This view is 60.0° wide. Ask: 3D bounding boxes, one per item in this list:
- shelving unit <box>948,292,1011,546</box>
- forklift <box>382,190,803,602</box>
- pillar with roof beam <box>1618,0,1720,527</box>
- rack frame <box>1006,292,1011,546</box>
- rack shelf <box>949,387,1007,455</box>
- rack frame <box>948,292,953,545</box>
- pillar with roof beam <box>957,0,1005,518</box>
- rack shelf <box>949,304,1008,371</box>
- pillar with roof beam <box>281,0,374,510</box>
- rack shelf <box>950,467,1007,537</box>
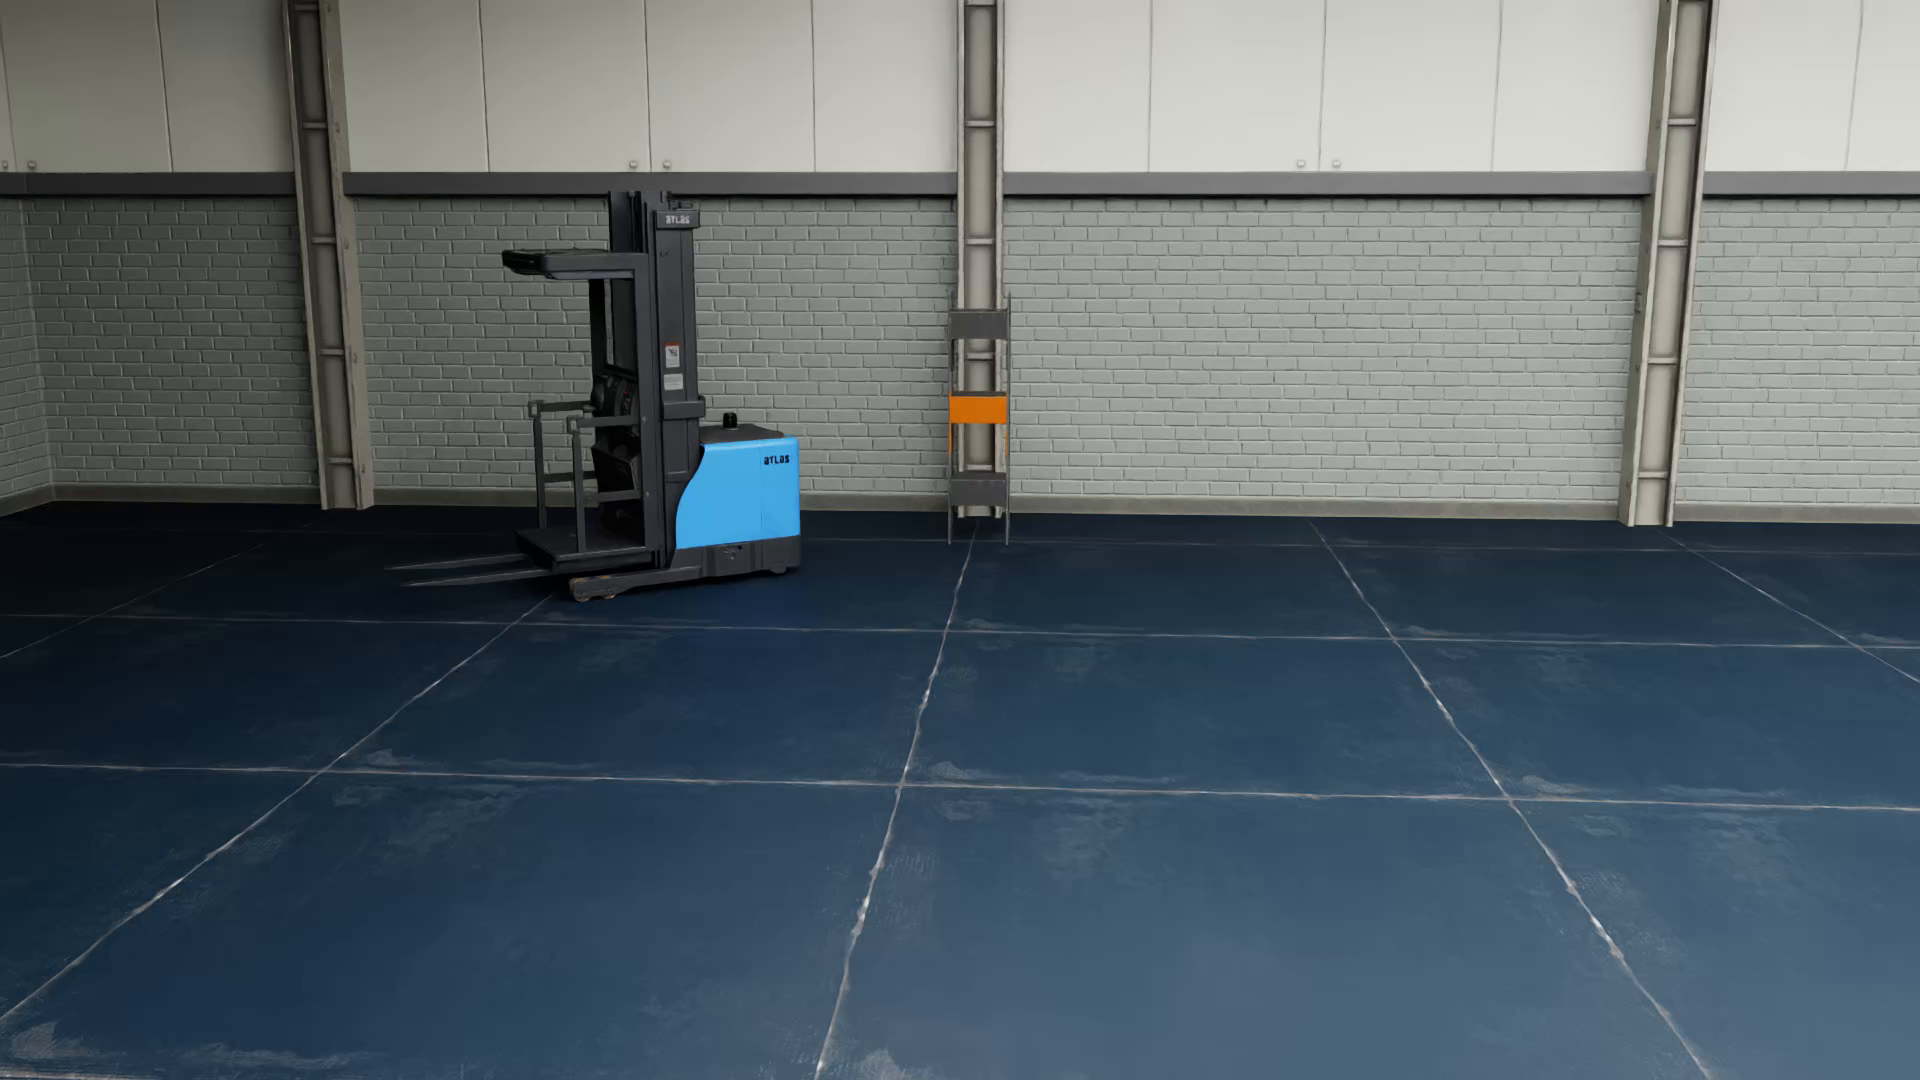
[{"bbox_3d":[0.165,-1.025,14.042,0.503,2.100,0.431,1,12,4],"label":"shelving unit"},{"bbox_3d":[-2.767,-1.108,12.407,3.031,2.935,1.130,-7,14,-29],"label":"forklift"},{"bbox_3d":[5.884,-3.677,9.867,0.400,9.000,9.100,1,12,4],"label":"pillar with roof beam"},{"bbox_3d":[0.409,-1.022,14.026,0.015,2.100,0.400,1,12,4],"label":"rack frame"},{"bbox_3d":[0.165,-1.012,14.045,0.480,0.518,0.431,1,12,4],"label":"rack shelf"},{"bbox_3d":[-0.078,-1.029,14.058,0.015,2.100,0.400,1,12,4],"label":"rack frame"},{"bbox_3d":[-0.103,-3.759,10.259,0.400,9.000,9.100,1,12,4],"label":"pillar with roof beam"},{"bbox_3d":[0.165,-1.697,13.902,0.480,0.518,0.431,1,12,4],"label":"rack shelf"},{"bbox_3d":[-6.089,-3.841,10.652,0.400,9.000,9.100,1,12,4],"label":"pillar with roof beam"},{"bbox_3d":[0.165,-0.327,14.188,0.480,0.518,0.431,1,12,4],"label":"rack shelf"}]
